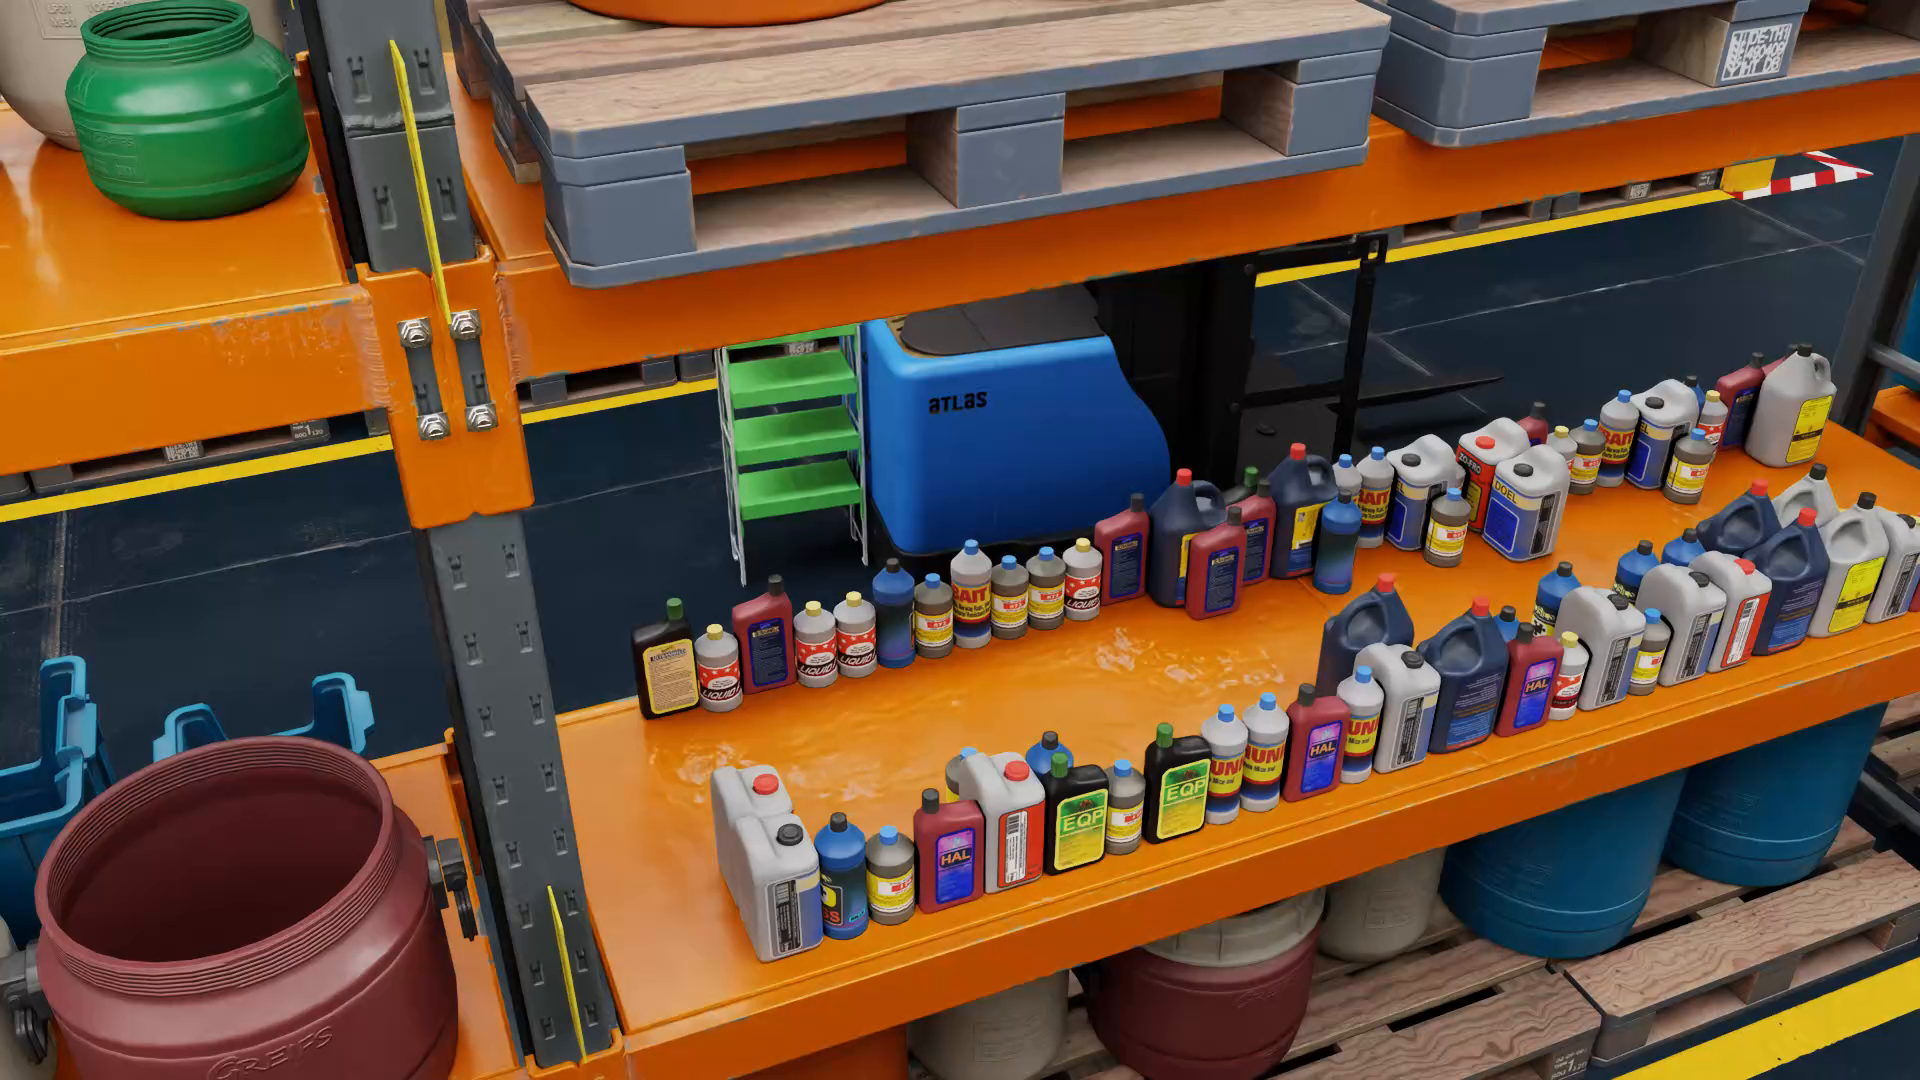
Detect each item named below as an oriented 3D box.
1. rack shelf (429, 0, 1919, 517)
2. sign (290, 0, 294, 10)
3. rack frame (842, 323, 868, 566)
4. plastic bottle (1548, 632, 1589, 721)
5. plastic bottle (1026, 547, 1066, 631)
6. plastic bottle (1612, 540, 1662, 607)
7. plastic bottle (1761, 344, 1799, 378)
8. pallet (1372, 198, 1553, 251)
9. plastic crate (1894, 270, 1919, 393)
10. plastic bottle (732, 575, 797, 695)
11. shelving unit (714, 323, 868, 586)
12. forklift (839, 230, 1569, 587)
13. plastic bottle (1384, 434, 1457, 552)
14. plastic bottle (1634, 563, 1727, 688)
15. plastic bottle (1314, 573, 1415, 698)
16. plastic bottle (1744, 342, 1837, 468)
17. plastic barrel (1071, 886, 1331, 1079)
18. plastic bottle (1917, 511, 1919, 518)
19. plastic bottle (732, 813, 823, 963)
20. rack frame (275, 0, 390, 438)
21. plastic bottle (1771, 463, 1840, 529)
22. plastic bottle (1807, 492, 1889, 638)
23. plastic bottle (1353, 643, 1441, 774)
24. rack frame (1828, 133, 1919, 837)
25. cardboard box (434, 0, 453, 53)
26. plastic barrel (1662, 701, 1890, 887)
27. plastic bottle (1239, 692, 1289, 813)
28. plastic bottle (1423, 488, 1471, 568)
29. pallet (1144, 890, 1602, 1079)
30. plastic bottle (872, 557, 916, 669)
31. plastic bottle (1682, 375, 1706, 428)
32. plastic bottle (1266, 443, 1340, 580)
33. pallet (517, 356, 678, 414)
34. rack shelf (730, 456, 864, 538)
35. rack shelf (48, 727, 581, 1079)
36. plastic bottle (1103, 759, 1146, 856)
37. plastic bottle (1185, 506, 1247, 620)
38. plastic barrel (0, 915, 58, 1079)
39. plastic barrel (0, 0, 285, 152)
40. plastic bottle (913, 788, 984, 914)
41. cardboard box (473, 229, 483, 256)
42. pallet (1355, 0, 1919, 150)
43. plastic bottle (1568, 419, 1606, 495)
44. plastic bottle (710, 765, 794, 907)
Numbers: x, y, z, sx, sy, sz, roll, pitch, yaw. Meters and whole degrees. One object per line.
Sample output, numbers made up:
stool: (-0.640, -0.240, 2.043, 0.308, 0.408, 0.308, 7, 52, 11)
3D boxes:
rack shelf: (0.977, -0.865, 3.238, 4.000, 0.370, 1.077, -13, 35, -19)
sign: (-2.563, -2.185, 6.297, 0.005, 0.325, 0.100, -13, 35, -19)
rack frame: (-0.404, -0.463, 6.361, 0.015, 1.200, 0.240, -9, 34, -14)
plastic bottle: (1.347, 0.297, 3.726, 0.097, 0.201, 0.097, 0, 33, 0)
plastic bottle: (0.206, 0.109, 4.014, 0.097, 0.201, 0.097, 0, 33, 0)
plastic bottle: (1.592, 0.121, 3.931, 0.097, 0.271, 0.097, 0, 33, 0)
plastic bottle: (2.318, -0.420, 4.752, 0.133, 0.283, 0.061, -13, 35, -19)
pallet: (2.667, -2.058, 9.720, 1.213, 0.211, 1.003, -13, 35, -19)
plastic crate: (3.120, -0.620, 4.912, 0.575, 0.384, 0.392, -13, 35, -19)
plastic bottle: (-0.446, 0.213, 3.779, 0.133, 0.283, 0.061, -13, 35, -19)
shelving unit: (-0.638, -0.425, 6.304, 0.503, 1.200, 0.258, -9, 34, -14)
forklift: (1.081, -1.402, 6.218, 3.031, 2.935, 1.130, -9, 34, -14)
plastic bottle: (1.180, -0.129, 4.311, 0.135, 0.276, 0.152, -13, 35, -19)
plastic bottle: (1.657, 0.178, 3.839, 0.135, 0.276, 0.152, -13, 35, -19)
plastic bottle: (0.902, 0.232, 3.688, 0.185, 0.351, 0.144, -13, 35, -19)
plastic bottle: (2.334, -0.391, 4.646, 0.185, 0.351, 0.144, -13, 35, -19)
plastic barrel: (0.619, 0.997, 4.293, 0.708, 0.588, 0.600, -13, 35, -19)
plastic bottle: (2.518, -0.061, 4.276, 0.097, 0.201, 0.097, 0, 33, 0)
plastic bottle: (-0.343, 0.636, 3.136, 0.135, 0.276, 0.152, -13, 35, -19)
rack frame: (-2.781, -1.979, 7.040, 0.127, 3.000, 1.000, -13, 35, -19)
plastic bottle: (2.045, -0.025, 4.083, 0.185, 0.351, 0.144, -13, 35, -19)
plastic bottle: (2.101, 0.048, 3.971, 0.185, 0.351, 0.144, -13, 35, -19)
plastic bottle: (0.936, 0.343, 3.586, 0.135, 0.276, 0.152, -13, 35, -19)
rack frame: (2.821, -0.331, 4.509, 0.127, 3.000, 1.000, -13, 35, -19)
cardboard box: (-2.244, -2.386, 7.190, 0.500, 0.500, 0.700, -26, 41, -34)
plastic barrel: (2.313, 0.478, 4.803, 0.708, 0.901, 0.600, -13, 35, -19)
plastic bottle: (0.627, 0.432, 3.453, 0.097, 0.271, 0.097, 0, 33, 0)
plastic bottle: (1.245, -0.039, 4.241, 0.097, 0.201, 0.097, 0, 33, 0)
pallet: (0.967, 1.239, 4.652, 1.213, 0.211, 1.003, -13, 35, -19)
plastic bottle: (-0.153, 0.162, 3.869, 0.097, 0.271, 0.097, 0, 33, 0)
plastic bottle: (2.006, -0.332, 4.628, 0.097, 0.271, 0.097, 0, 33, 0)
plastic bottle: (0.851, -0.087, 4.179, 0.185, 0.351, 0.144, -13, 35, -19)
pallet: (-2.078, -0.948, 8.014, 1.213, 0.211, 1.003, -13, 35, -19)
rack shelf: (-0.638, -0.171, 6.469, 0.480, 0.148, 0.258, -9, 34, -14)
rack shelf: (-2.711, 1.237, 2.758, 4.000, 0.370, 1.077, -13, 35, -19)
plastic bottle: (0.325, 0.531, 3.366, 0.097, 0.201, 0.097, 0, 33, 0)
plastic bottle: (0.621, 0.054, 4.023, 0.133, 0.283, 0.061, -13, 35, -19)
plastic barrel: (-1.733, 0.791, 2.682, 0.421, 0.512, 0.421, 0, 33, 0)
plastic barrel: (-1.272, -0.880, 2.499, 0.421, 0.512, 0.421, 0, 33, 0)
plastic bottle: (-0.022, 0.587, 3.205, 0.133, 0.283, 0.061, -13, 35, -19)
cardboard box: (-2.250, -1.068, 7.529, 0.500, 0.500, 0.500, -11, 35, -17)
pallet: (1.092, -1.054, 3.042, 1.213, 0.211, 1.003, -13, 35, -19)
plastic bottle: (1.702, -0.234, 4.541, 0.097, 0.201, 0.097, 0, 33, 0)
plastic bottle: (-0.401, 0.560, 3.253, 0.135, 0.276, 0.152, -13, 35, -19)
